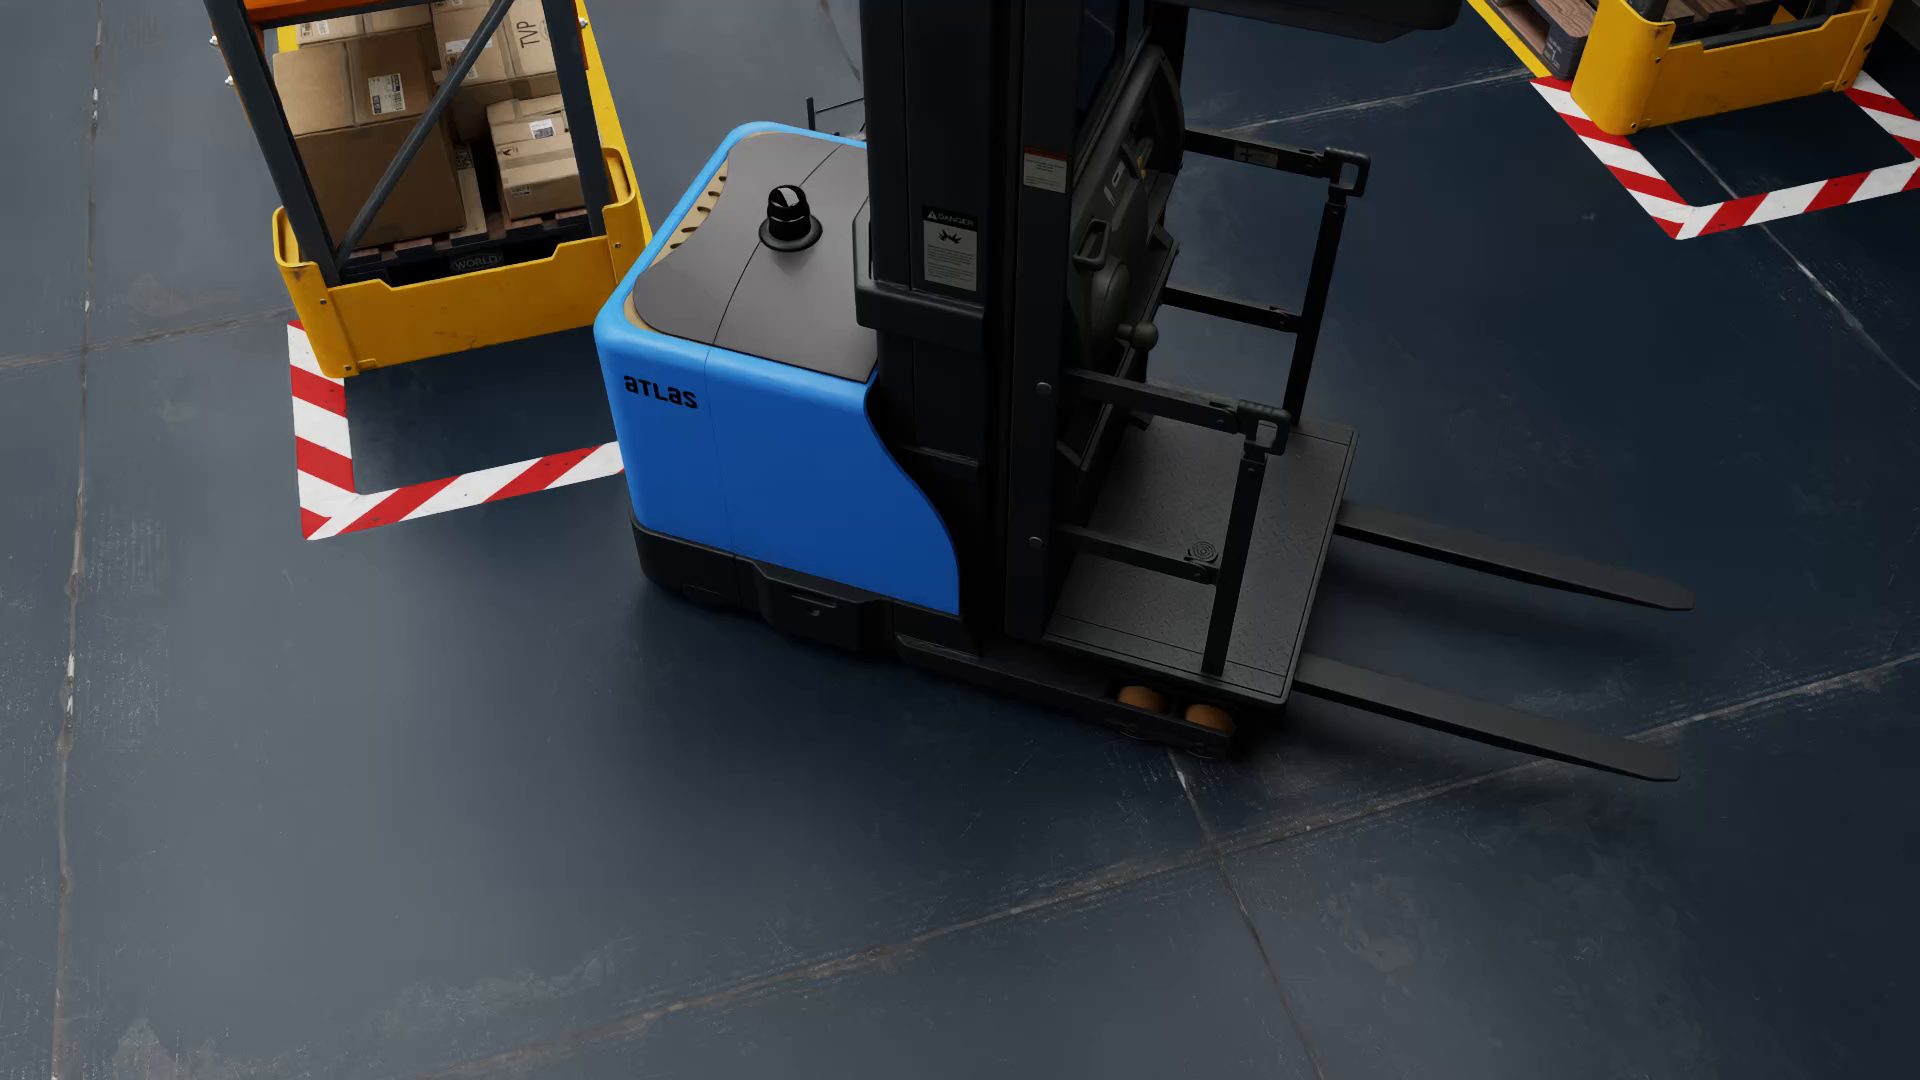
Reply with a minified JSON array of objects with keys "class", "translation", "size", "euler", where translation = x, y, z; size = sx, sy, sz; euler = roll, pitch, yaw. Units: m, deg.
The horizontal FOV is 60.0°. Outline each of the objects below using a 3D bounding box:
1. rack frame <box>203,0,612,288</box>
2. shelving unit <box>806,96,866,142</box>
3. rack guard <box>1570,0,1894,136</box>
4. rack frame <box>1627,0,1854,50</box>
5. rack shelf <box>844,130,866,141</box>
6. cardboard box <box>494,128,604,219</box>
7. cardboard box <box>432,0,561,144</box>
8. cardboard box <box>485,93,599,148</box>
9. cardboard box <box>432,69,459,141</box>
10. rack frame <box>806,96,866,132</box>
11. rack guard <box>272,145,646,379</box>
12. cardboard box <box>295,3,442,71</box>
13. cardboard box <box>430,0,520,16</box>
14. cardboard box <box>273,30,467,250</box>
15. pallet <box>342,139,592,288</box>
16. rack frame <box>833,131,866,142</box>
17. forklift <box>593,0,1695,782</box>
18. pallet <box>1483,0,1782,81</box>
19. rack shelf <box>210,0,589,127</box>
[{"class":"rack frame","translation":[-1.659,-1.711,4.731],"size":[1.000,3.000,0.127],"euler":[-13,51,-11]},{"class":"shelving unit","translation":[-0.331,-1.076,5.568],"size":[0.258,0.900,0.210],"euler":[-21,53,-17]},{"class":"rack guard","translation":[3.079,-2.011,6.618],"size":[1.175,0.500,0.348],"euler":[-13,51,-11]},{"class":"rack frame","translation":[3.072,-2.834,5.677],"size":[1.000,3.000,0.127],"euler":[-13,51,-11]},{"class":"rack shelf","translation":[-0.331,-1.228,5.387],"size":[0.258,0.077,0.200],"euler":[-21,53,-17]},{"class":"cardboard box","translation":[-1.454,-1.318,5.976],"size":[0.380,0.149,0.250],"euler":[-13,51,-11]},{"class":"cardboard box","translation":[-1.696,-1.793,6.310],"size":[0.500,0.250,0.500],"euler":[-13,51,-11]},{"class":"cardboard box","translation":[-1.528,-1.506,6.123],"size":[0.380,0.166,0.250],"euler":[-13,51,-11]},{"class":"cardboard box","translation":[-2.089,-1.597,6.200],"size":[0.380,0.166,0.250],"euler":[-13,51,-11]},{"class":"rack frame","translation":[-0.377,-1.145,5.627],"size":[0.240,0.900,0.006],"euler":[-21,53,-17]},{"class":"rack guard","translation":[-1.681,-0.961,5.733],"size":[1.175,0.500,0.348],"euler":[-13,51,-11]},{"class":"cardboard box","translation":[-2.307,-2.009,6.492],"size":[0.500,0.250,0.500],"euler":[-13,51,-11]},{"class":"cardboard box","translation":[-1.844,-2.158,6.618],"size":[0.500,0.250,0.500],"euler":[-13,51,-11]},{"class":"cardboard box","translation":[-2.055,-1.389,5.806],"size":[0.500,0.500,0.500],"euler":[-13,51,-11]},{"class":"pallet","translation":[-1.918,-1.450,6.334],"size":[1.003,0.211,1.213],"euler":[-13,51,-11]},{"class":"rack frame","translation":[-0.285,-1.006,5.510],"size":[0.240,0.900,0.006],"euler":[-21,53,-17]},{"class":"forklift","translation":[0.594,-0.786,3.995],"size":[3.031,2.935,1.130],"euler":[15,51,12]},{"class":"pallet","translation":[2.761,-2.501,7.221],"size":[1.003,0.211,1.213],"euler":[-13,51,-11]},{"class":"rack shelf","translation":[-2.250,-2.940,6.237],"size":[1.077,0.370,4.000],"euler":[-13,51,-11]}]
